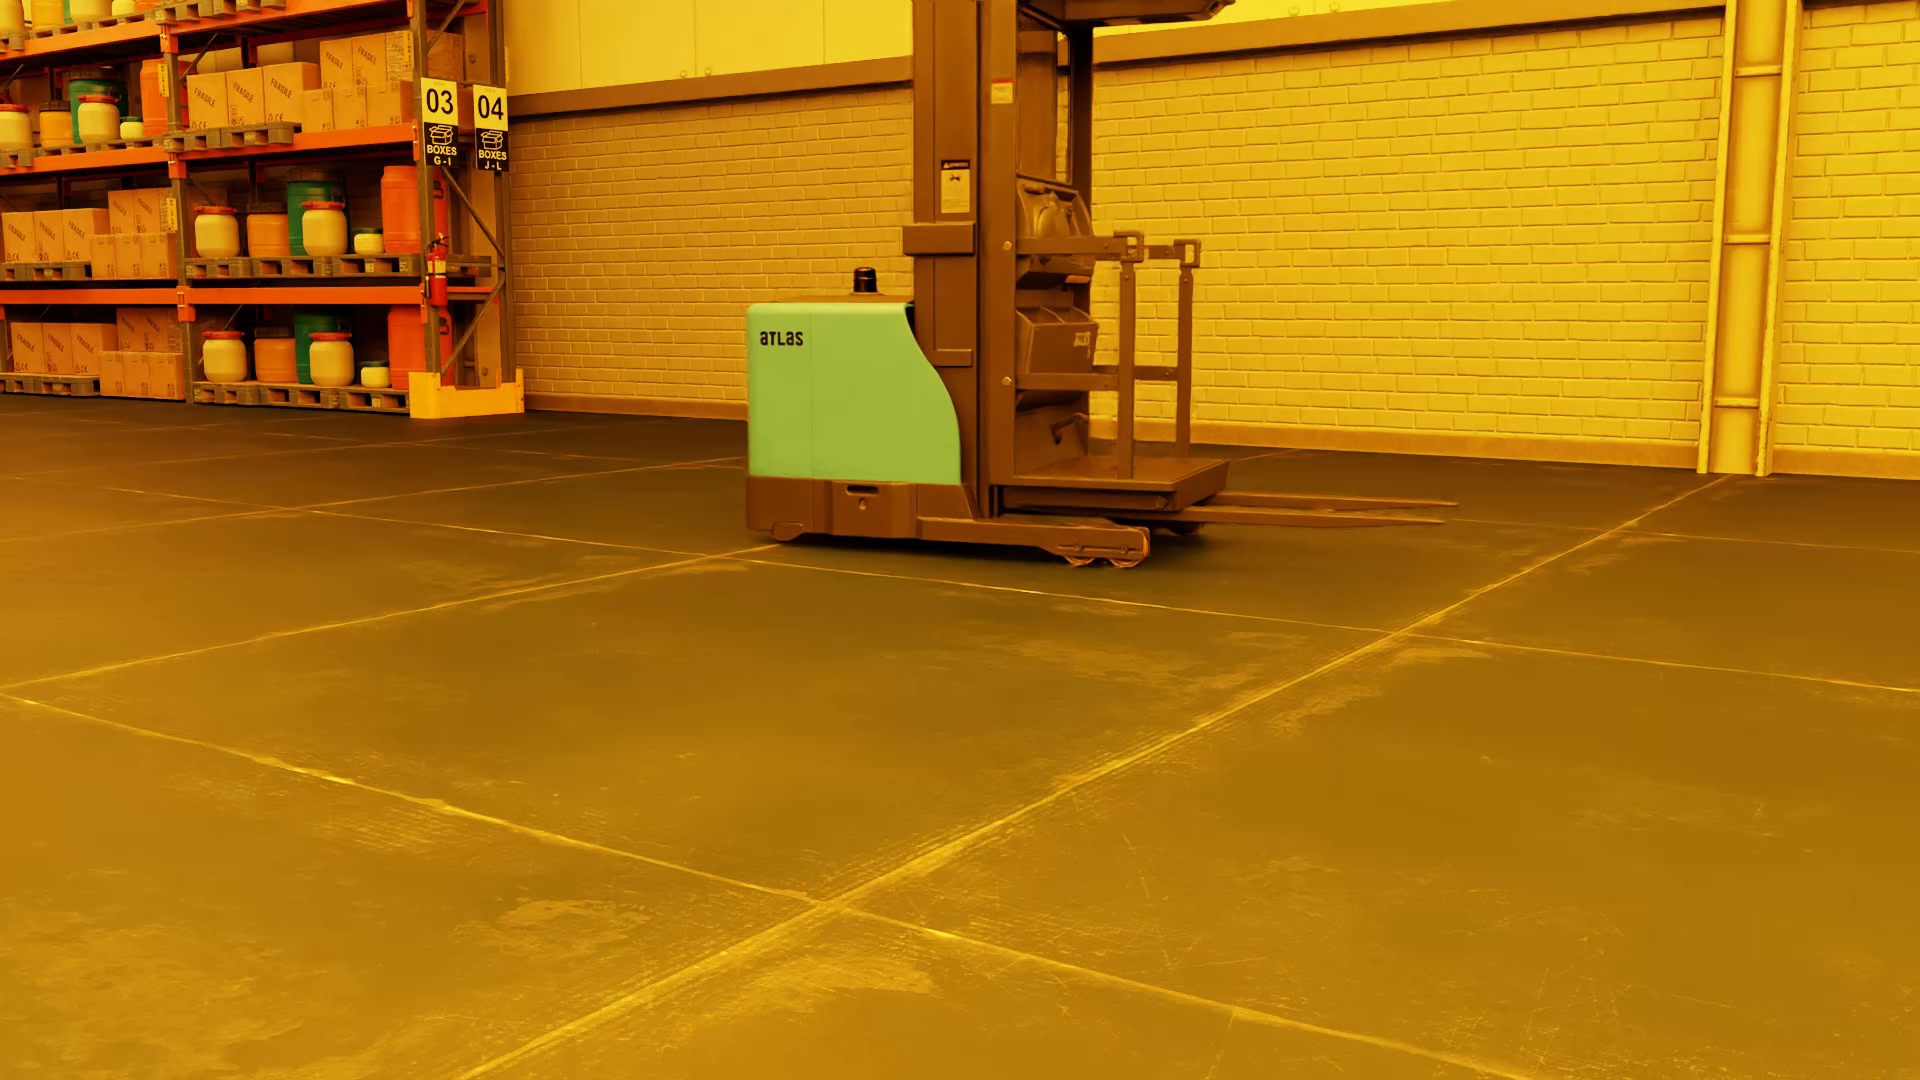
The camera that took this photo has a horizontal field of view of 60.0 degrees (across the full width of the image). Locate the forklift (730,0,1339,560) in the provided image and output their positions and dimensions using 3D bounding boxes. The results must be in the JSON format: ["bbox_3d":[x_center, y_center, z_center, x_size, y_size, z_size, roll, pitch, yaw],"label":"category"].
[{"bbox_3d":[0.478,-1.501,7.747,3.031,2.935,1.130,-5,10,-33],"label":"forklift"}]
